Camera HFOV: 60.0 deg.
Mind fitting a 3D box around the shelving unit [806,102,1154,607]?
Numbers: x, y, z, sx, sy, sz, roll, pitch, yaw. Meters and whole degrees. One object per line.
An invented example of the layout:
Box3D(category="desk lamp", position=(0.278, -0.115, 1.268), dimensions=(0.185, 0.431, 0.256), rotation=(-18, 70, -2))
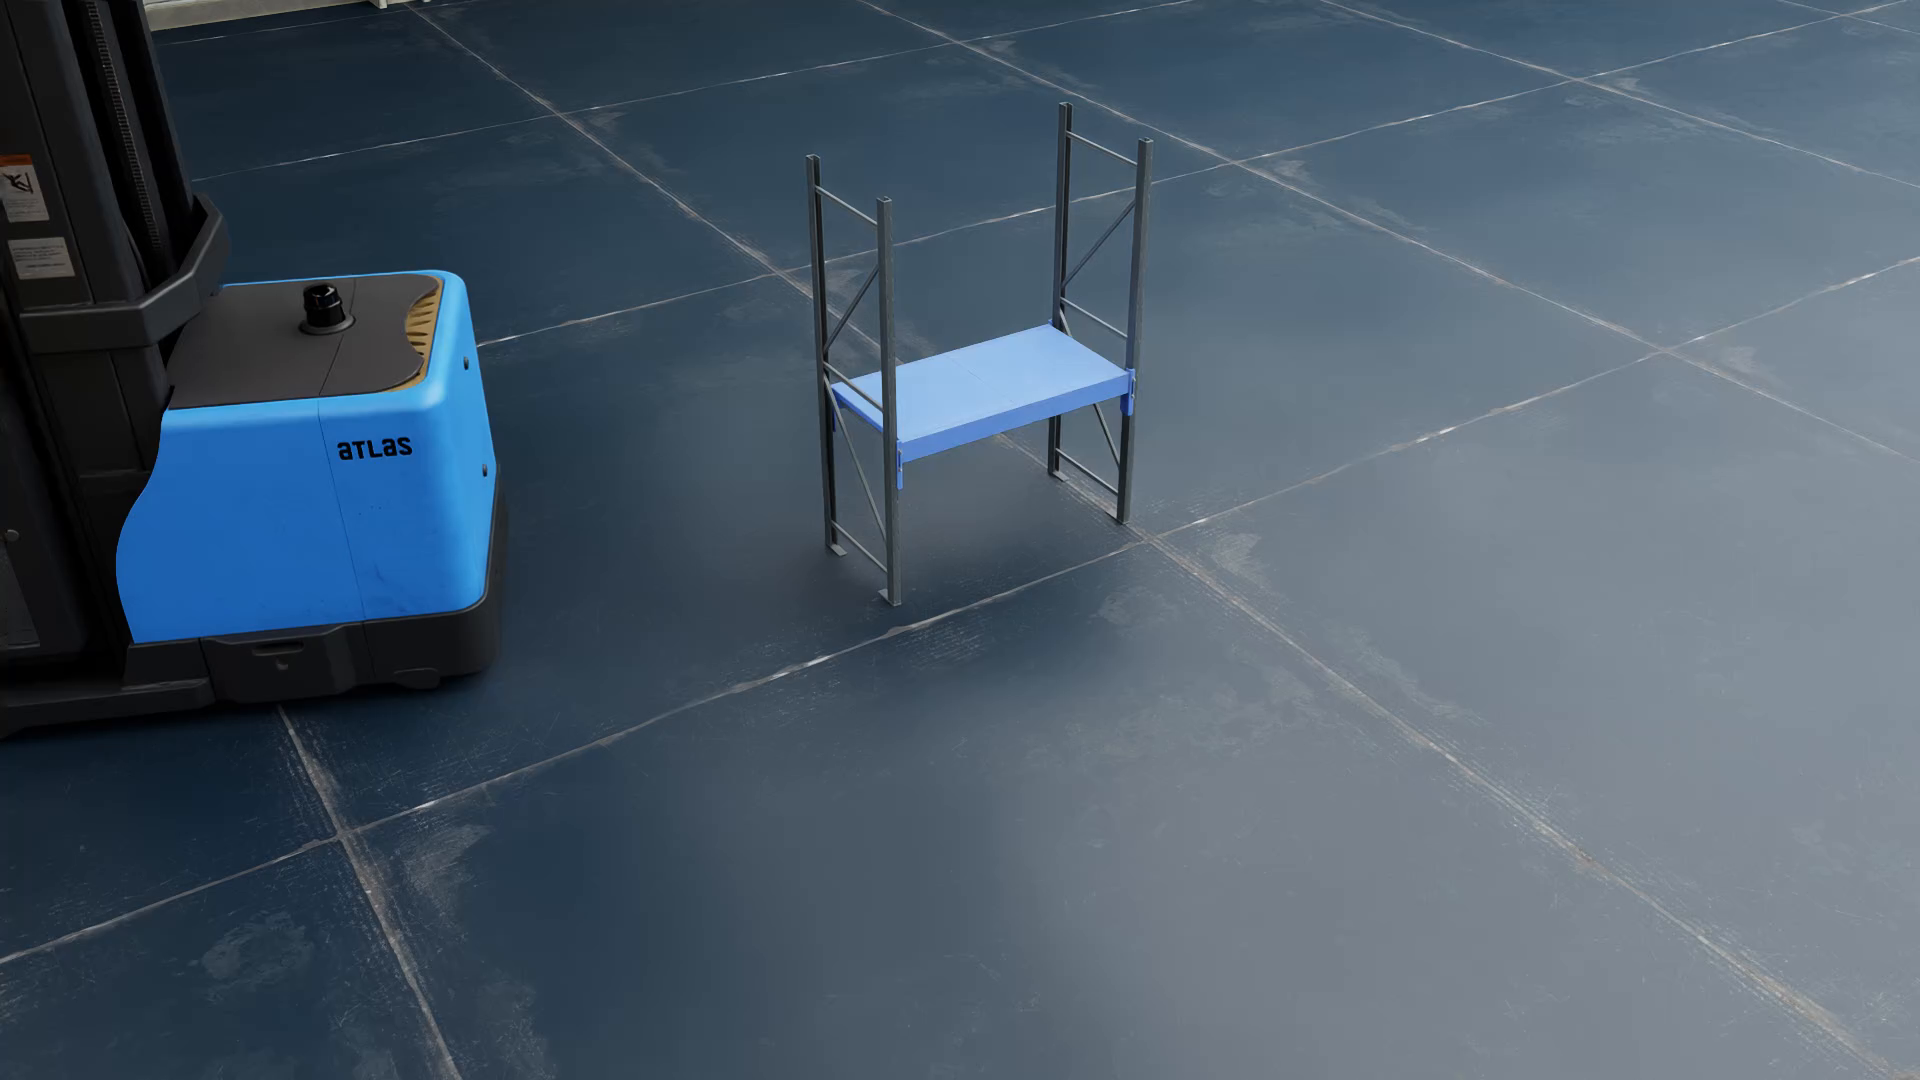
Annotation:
Box3D(category="shelving unit", position=(0.072, -0.659, 5.889), dimensions=(1.048, 1.500, 0.538), rotation=(-19, 37, -27))

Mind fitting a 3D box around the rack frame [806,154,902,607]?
Box3D(category="rack frame", position=(-0.356, -0.512, 5.656), dimensions=(0.032, 1.500, 0.500), rotation=(-19, 37, -27))

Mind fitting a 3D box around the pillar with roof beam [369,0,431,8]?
Box3D(category="pillar with roof beam", position=(-2.006, -6.052, 7.410), dimensions=(0.400, 9.000, 9.100), rotation=(-19, 37, -27))

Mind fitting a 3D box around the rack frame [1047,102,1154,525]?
Box3D(category="rack frame", position=(0.499, -0.806, 6.122), dimensions=(0.032, 1.500, 0.500), rotation=(-19, 37, -27))

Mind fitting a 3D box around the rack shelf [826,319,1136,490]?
Box3D(category="rack shelf", position=(0.072, -0.507, 5.985), dimensions=(1.000, 0.185, 0.538), rotation=(-19, 37, -27))

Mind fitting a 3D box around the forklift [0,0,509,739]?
Box3D(category="forklift", position=(-3.099, -0.879, 4.896), dimensions=(3.031, 2.935, 1.130), rotation=(-6, 33, -9))
